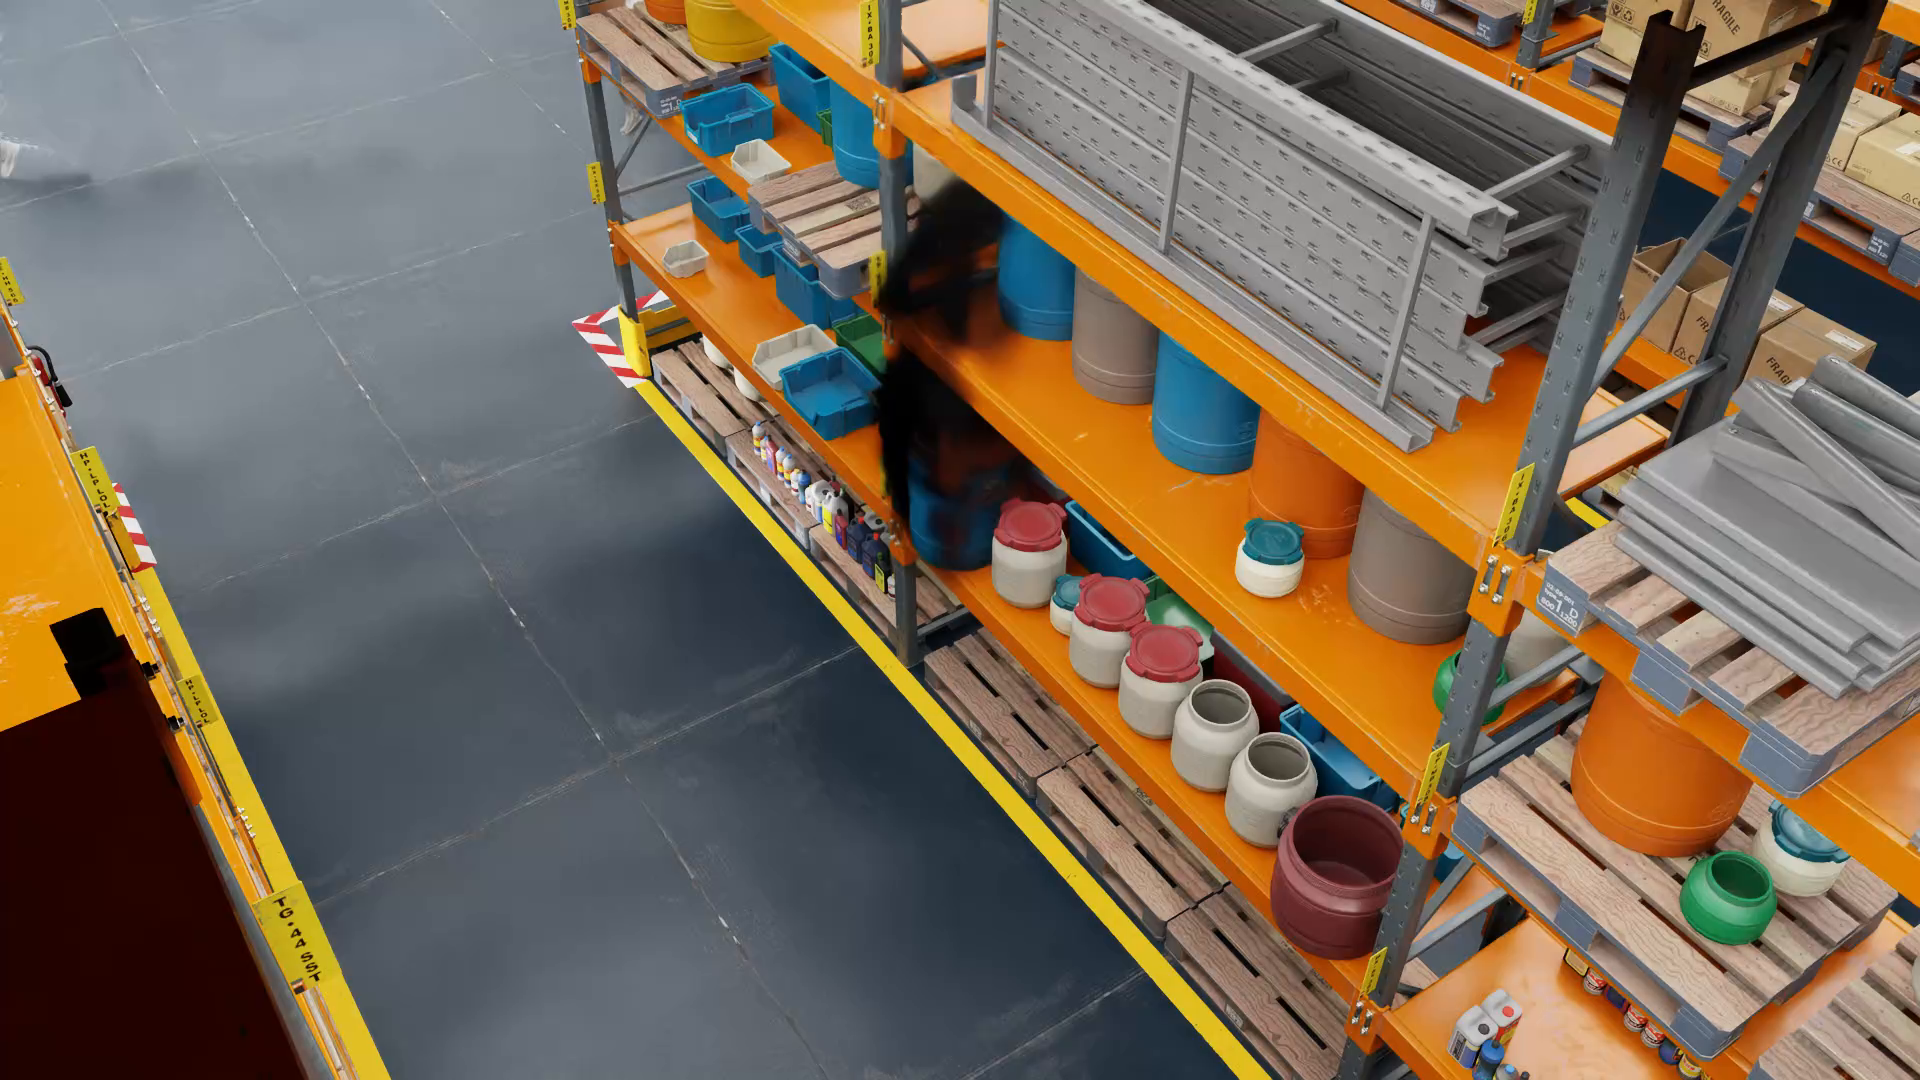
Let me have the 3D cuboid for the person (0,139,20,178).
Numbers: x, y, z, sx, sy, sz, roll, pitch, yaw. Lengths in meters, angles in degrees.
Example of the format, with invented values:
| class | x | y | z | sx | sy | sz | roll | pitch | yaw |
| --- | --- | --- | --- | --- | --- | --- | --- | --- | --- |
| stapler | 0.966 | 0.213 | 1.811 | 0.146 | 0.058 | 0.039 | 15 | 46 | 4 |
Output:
| class | x | y | z | sx | sy | sz | roll | pitch | yaw |
| --- | --- | --- | --- | --- | --- | --- | --- | --- | --- |
| person | -9.006 | -3.969 | 14.779 | 0.912 | 1.737 | 0.720 | -6 | 43 | -6 |

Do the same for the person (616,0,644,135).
| class | x | y | z | sx | sy | sz | roll | pitch | yaw |
| --- | --- | --- | --- | --- | --- | --- | --- | --- | --- |
| person | -2.920 | -4.601 | 15.518 | 0.877 | 1.740 | 0.623 | -2 | 43 | -2 |
